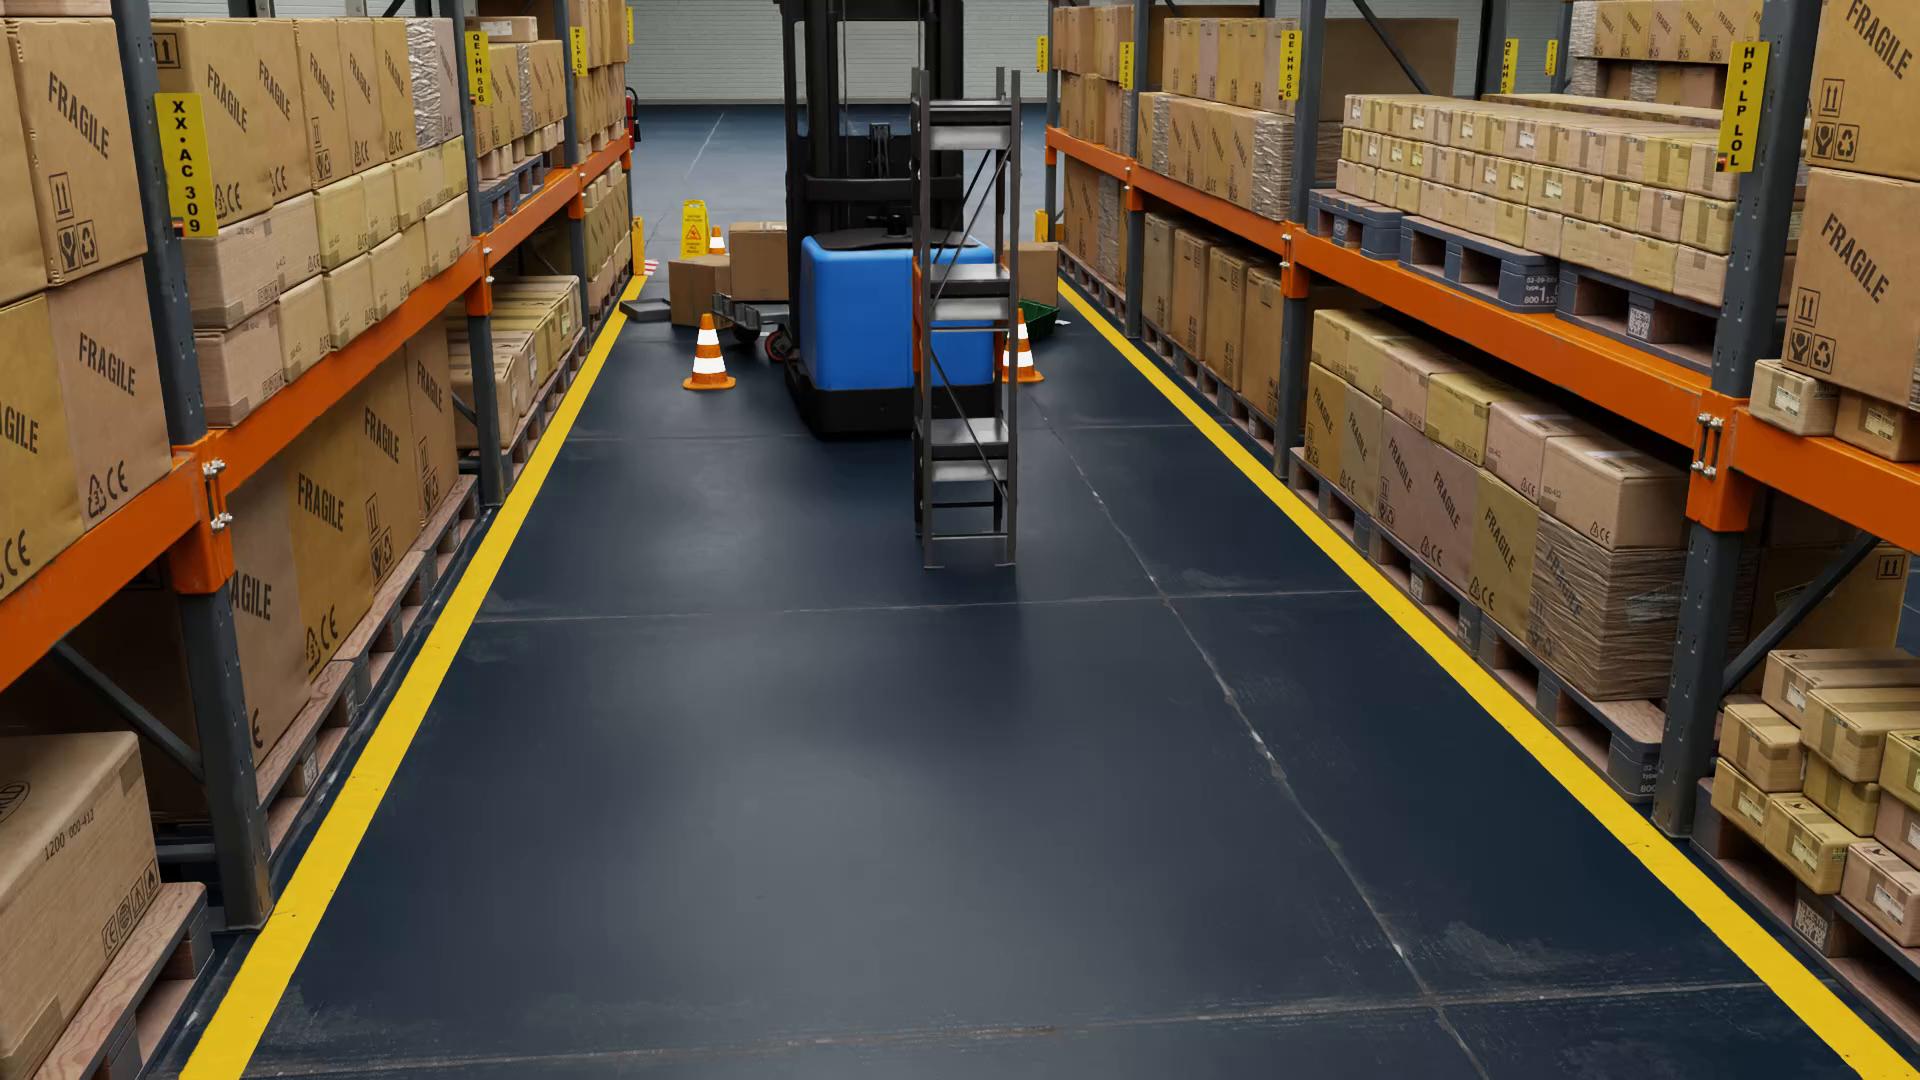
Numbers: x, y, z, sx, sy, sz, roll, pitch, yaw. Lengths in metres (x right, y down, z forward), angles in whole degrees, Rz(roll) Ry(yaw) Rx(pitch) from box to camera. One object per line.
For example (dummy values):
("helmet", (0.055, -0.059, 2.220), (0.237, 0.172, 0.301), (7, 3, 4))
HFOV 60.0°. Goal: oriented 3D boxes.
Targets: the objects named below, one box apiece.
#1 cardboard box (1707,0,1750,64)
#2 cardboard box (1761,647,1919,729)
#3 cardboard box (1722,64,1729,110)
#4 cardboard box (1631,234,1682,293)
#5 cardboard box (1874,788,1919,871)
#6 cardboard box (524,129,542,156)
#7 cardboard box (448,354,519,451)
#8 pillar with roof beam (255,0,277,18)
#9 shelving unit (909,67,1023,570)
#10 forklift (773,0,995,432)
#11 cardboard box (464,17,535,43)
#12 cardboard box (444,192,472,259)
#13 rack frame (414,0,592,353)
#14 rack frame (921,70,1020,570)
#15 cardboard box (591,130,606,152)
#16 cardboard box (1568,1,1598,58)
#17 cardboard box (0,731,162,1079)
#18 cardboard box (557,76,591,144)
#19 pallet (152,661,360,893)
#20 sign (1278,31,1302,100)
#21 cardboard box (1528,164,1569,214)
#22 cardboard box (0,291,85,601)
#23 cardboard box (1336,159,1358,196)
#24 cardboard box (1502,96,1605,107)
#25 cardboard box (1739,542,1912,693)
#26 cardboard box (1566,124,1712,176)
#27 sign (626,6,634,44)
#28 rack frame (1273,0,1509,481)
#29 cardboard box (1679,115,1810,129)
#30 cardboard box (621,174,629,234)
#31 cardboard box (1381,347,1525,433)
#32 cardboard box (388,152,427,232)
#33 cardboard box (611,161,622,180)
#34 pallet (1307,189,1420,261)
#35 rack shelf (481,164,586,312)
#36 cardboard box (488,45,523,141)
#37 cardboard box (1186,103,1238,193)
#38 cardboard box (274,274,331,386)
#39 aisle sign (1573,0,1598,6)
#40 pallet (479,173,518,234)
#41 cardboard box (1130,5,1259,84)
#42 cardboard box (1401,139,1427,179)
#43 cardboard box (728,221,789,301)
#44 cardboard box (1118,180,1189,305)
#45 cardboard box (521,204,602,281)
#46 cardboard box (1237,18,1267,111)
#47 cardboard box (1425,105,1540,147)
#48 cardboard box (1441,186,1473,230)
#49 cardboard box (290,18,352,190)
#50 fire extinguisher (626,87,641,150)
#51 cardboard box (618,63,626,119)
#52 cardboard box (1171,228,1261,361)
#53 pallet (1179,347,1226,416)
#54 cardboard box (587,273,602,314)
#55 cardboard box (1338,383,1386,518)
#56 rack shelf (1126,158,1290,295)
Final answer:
("cardboard box", (6.316, -4.030, 13.172), (0.500, 0.500, 0.500), (-2, 18, -6))
("cardboard box", (2.399, 0.403, 4.450), (0.380, 0.149, 0.250), (-1, 17, -3))
("cardboard box", (6.687, -3.564, 13.358), (0.875, 0.500, 0.500), (-2, 18, -6))
("cardboard box", (2.304, -0.852, 5.101), (0.380, 0.149, 0.250), (-2, 18, -5))
("cardboard box", (2.465, 0.698, 4.008), (0.380, 0.149, 0.250), (-2, 18, -6))
("cardboard box", (-2.750, -2.414, 10.076), (0.380, 0.149, 0.250), (-2, 18, -6))
("cardboard box", (-2.804, -0.706, 8.603), (0.950, 0.372, 0.625), (-3, 18, -9))
("pillar with roof beam", (-6.298, -10.155, 24.999), (9.100, 9.000, 0.400), (-2, 18, -6))
("shelving unit", (0.017, -0.952, 7.205), (0.431, 2.100, 0.503), (-2, 18, -6))
("forklift", (-0.565, -2.407, 10.450), (1.130, 2.935, 3.031), (-3, 18, -10))
("cardboard box", (-2.761, -3.065, 9.985), (0.380, 0.149, 0.250), (-3, 18, -8))
("cardboard box", (-2.446, -1.376, 7.304), (0.500, 0.250, 0.500), (-2, 18, -8))
("rack frame", (-3.169, -2.782, 11.532), (1.000, 3.000, 0.127), (-2, 18, -6))
("rack frame", (0.042, -0.880, 6.974), (0.400, 2.100, 0.015), (-2, 18, -6))
("cardboard box", (-3.005, -3.148, 13.115), (0.380, 0.149, 0.250), (-2, 18, -5))
("cardboard box", (6.062, -4.775, 15.545), (0.500, 0.500, 0.500), (-2, 18, -6))
("cardboard box", (-2.385, 0.814, 3.654), (0.875, 0.438, 0.875), (-2, 18, -6))
("cardboard box", (-2.937, -3.112, 11.917), (0.500, 0.500, 0.500), (-2, 18, -6))
("pallet", (-2.498, 0.704, 5.082), (1.003, 0.211, 1.213), (-2, 18, -6))
("sign", (1.605, -2.308, 8.087), (0.100, 0.325, 0.005), (-2, 18, -6))
("cardboard box", (2.223, -1.228, 5.803), (0.380, 0.149, 0.250), (-3, 18, -8))
("cardboard box", (-1.983, -0.163, 3.022), (0.500, 0.500, 0.500), (-2, 18, -7))
("cardboard box", (2.003, -1.715, 7.849), (0.380, 0.149, 0.250), (-2, 18, -6))
("cardboard box", (2.687, -1.931, 7.546), (0.380, 0.149, 0.250), (-2, 18, -6))
("cardboard box", (2.757, 0.182, 5.561), (0.500, 0.500, 0.500), (-1, 17, -3))
("cardboard box", (2.254, -1.295, 5.519), (0.380, 0.149, 0.250), (-2, 18, -6))
("sign", (-3.027, -4.688, 15.142), (0.100, 0.325, 0.005), (-2, 18, -6))
("rack frame", (2.157, -1.774, 8.319), (1.000, 3.000, 0.127), (-2, 18, -6))
("cardboard box", (2.852, -1.463, 6.054), (0.380, 0.149, 0.250), (-1, 17, -4))
("cardboard box", (-3.239, -2.990, 14.830), (0.500, 0.500, 0.500), (-2, 18, -5))
("cardboard box", (2.078, -0.627, 6.887), (0.500, 0.250, 0.500), (-2, 18, -5))
("cardboard box", (-2.324, -1.317, 6.278), (0.500, 0.250, 0.500), (-2, 18, -7))
("cardboard box", (-3.134, -3.192, 14.391), (0.380, 0.149, 0.250), (-1, 17, -4))
("pallet", (2.337, -1.473, 7.682), (1.213, 0.211, 1.003), (-2, 18, -6))
("rack shelf", (-2.962, -1.843, 9.741), (1.077, 0.370, 4.000), (-2, 18, -6))
("cardboard box", (-2.694, -2.435, 9.060), (0.500, 0.500, 0.500), (-1, 17, -5))
("cardboard box", (1.685, -2.397, 10.138), (0.500, 0.500, 0.500), (-2, 17, -5))
("cardboard box", (-2.181, -0.621, 4.897), (0.500, 0.250, 0.500), (-2, 18, -7))
("aisle sign", (5.971, -5.530, 15.943), (0.394, 0.787, 0.004), (-2, 18, -6))
("pallet", (-2.935, -1.708, 8.430), (1.213, 0.211, 1.003), (-2, 18, -6))
("cardboard box", (1.741, -3.663, 12.284), (0.875, 0.550, 0.550), (-2, 18, -6))
("cardboard box", (2.095, -1.610, 7.021), (0.380, 0.149, 0.250), (-2, 18, -5))
("cardboard box", (-1.401, -2.015, 11.996), (0.500, 0.500, 0.500), (-2, 18, -6))
("cardboard box", (1.749, -2.342, 12.974), (0.875, 0.875, 0.875), (-2, 17, -5))
("cardboard box", (-2.961, -2.213, 12.355), (0.500, 0.500, 0.500), (-1, 17, -3))
("cardboard box", (2.012, -2.736, 9.547), (0.700, 0.500, 0.500), (-2, 18, -6))
("cardboard box", (2.120, -1.682, 6.751), (0.380, 0.149, 0.250), (-1, 17, -3))
("cardboard box", (2.141, -1.320, 6.591), (0.380, 0.149, 0.250), (-2, 17, -5))
("cardboard box", (-2.232, -1.364, 5.177), (0.500, 0.500, 0.500), (-2, 18, -7))
("fire extinguisher", (-3.135, -3.985, 15.493), (0.296, 0.674, 0.183), (-2, 18, -6))
("cardboard box", (-3.251, -4.010, 14.780), (0.500, 0.500, 0.500), (-2, 18, -7))
("cardboard box", (1.994, -1.623, 10.893), (1.050, 0.750, 0.750), (-2, 18, -6))
("pallet", (2.028, -1.043, 10.647), (1.003, 0.211, 1.213), (-2, 18, -6))
("cardboard box", (-2.961, -1.855, 12.467), (0.500, 0.250, 0.500), (-3, 18, -8))
("cardboard box", (2.032, -0.413, 7.457), (0.500, 0.500, 0.500), (-2, 17, -5))
("rack shelf", (1.951, -2.026, 10.324), (1.077, 0.370, 4.000), (-2, 18, -6))
